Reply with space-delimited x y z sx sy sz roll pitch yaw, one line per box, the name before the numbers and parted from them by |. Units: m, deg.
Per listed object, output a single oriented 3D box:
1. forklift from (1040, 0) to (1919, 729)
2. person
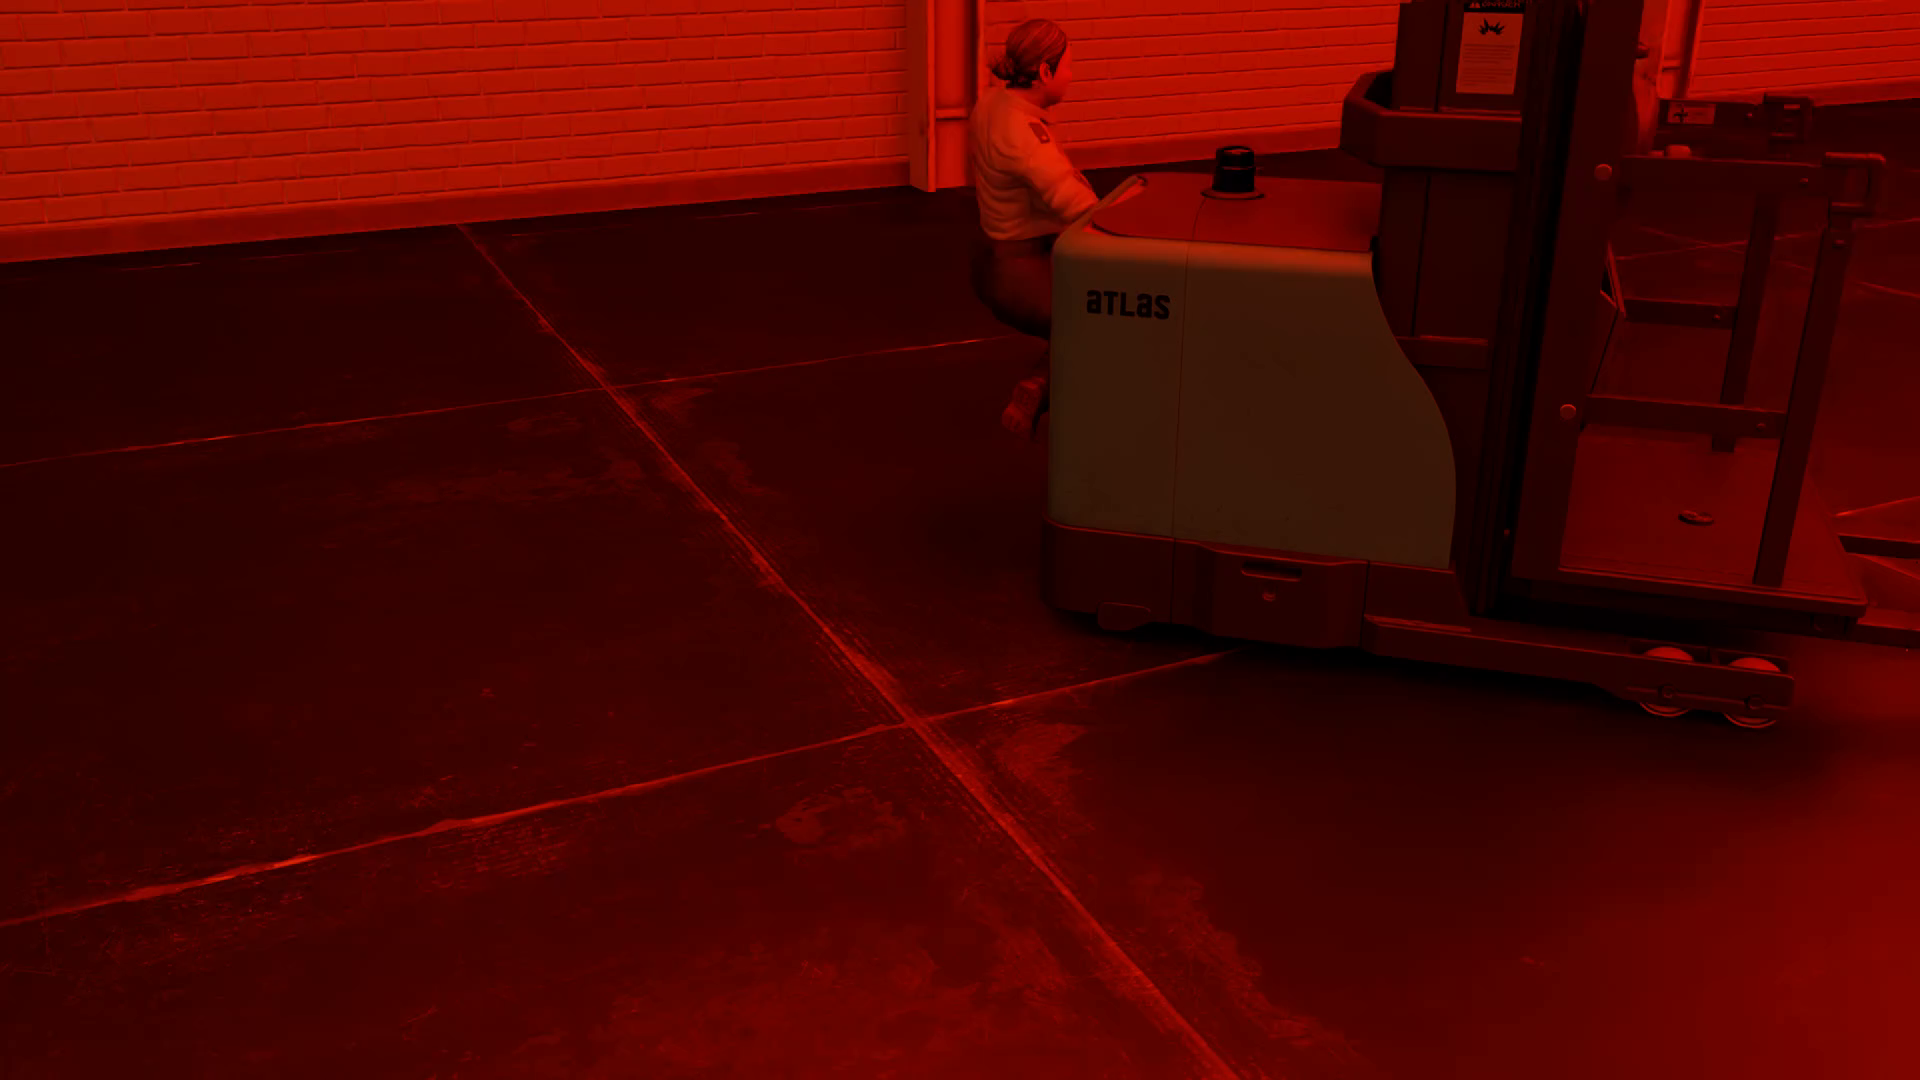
forklift | 1.795 -1.128 4.000 3.031 2.935 1.130 7 24 16
person | 0.375 -0.867 5.080 0.620 1.402 0.762 -5 23 -13
